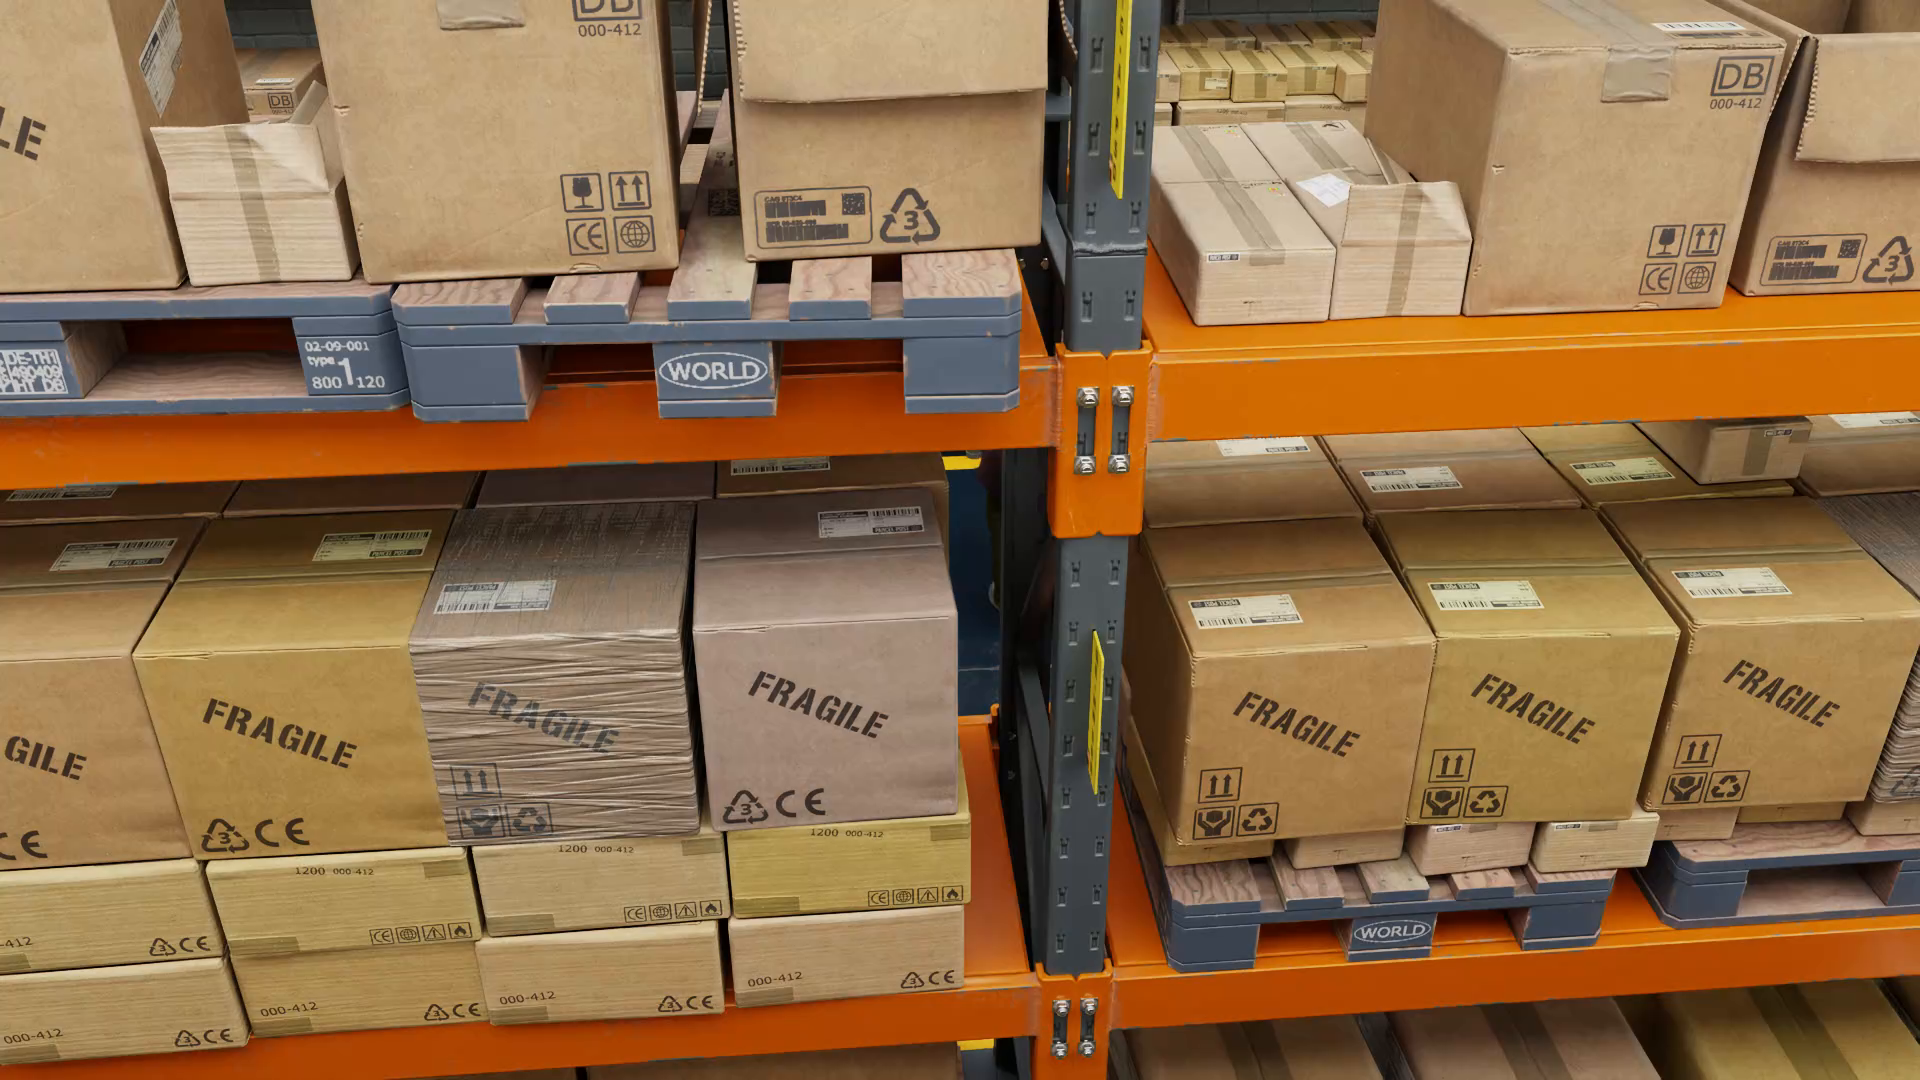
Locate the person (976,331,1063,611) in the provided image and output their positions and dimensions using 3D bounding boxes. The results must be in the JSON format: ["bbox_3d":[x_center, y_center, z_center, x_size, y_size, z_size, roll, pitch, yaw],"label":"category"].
[{"bbox_3d":[0.319,-0.428,7.152,0.549,1.492,0.815,-3,31,-6],"label":"person"}]
